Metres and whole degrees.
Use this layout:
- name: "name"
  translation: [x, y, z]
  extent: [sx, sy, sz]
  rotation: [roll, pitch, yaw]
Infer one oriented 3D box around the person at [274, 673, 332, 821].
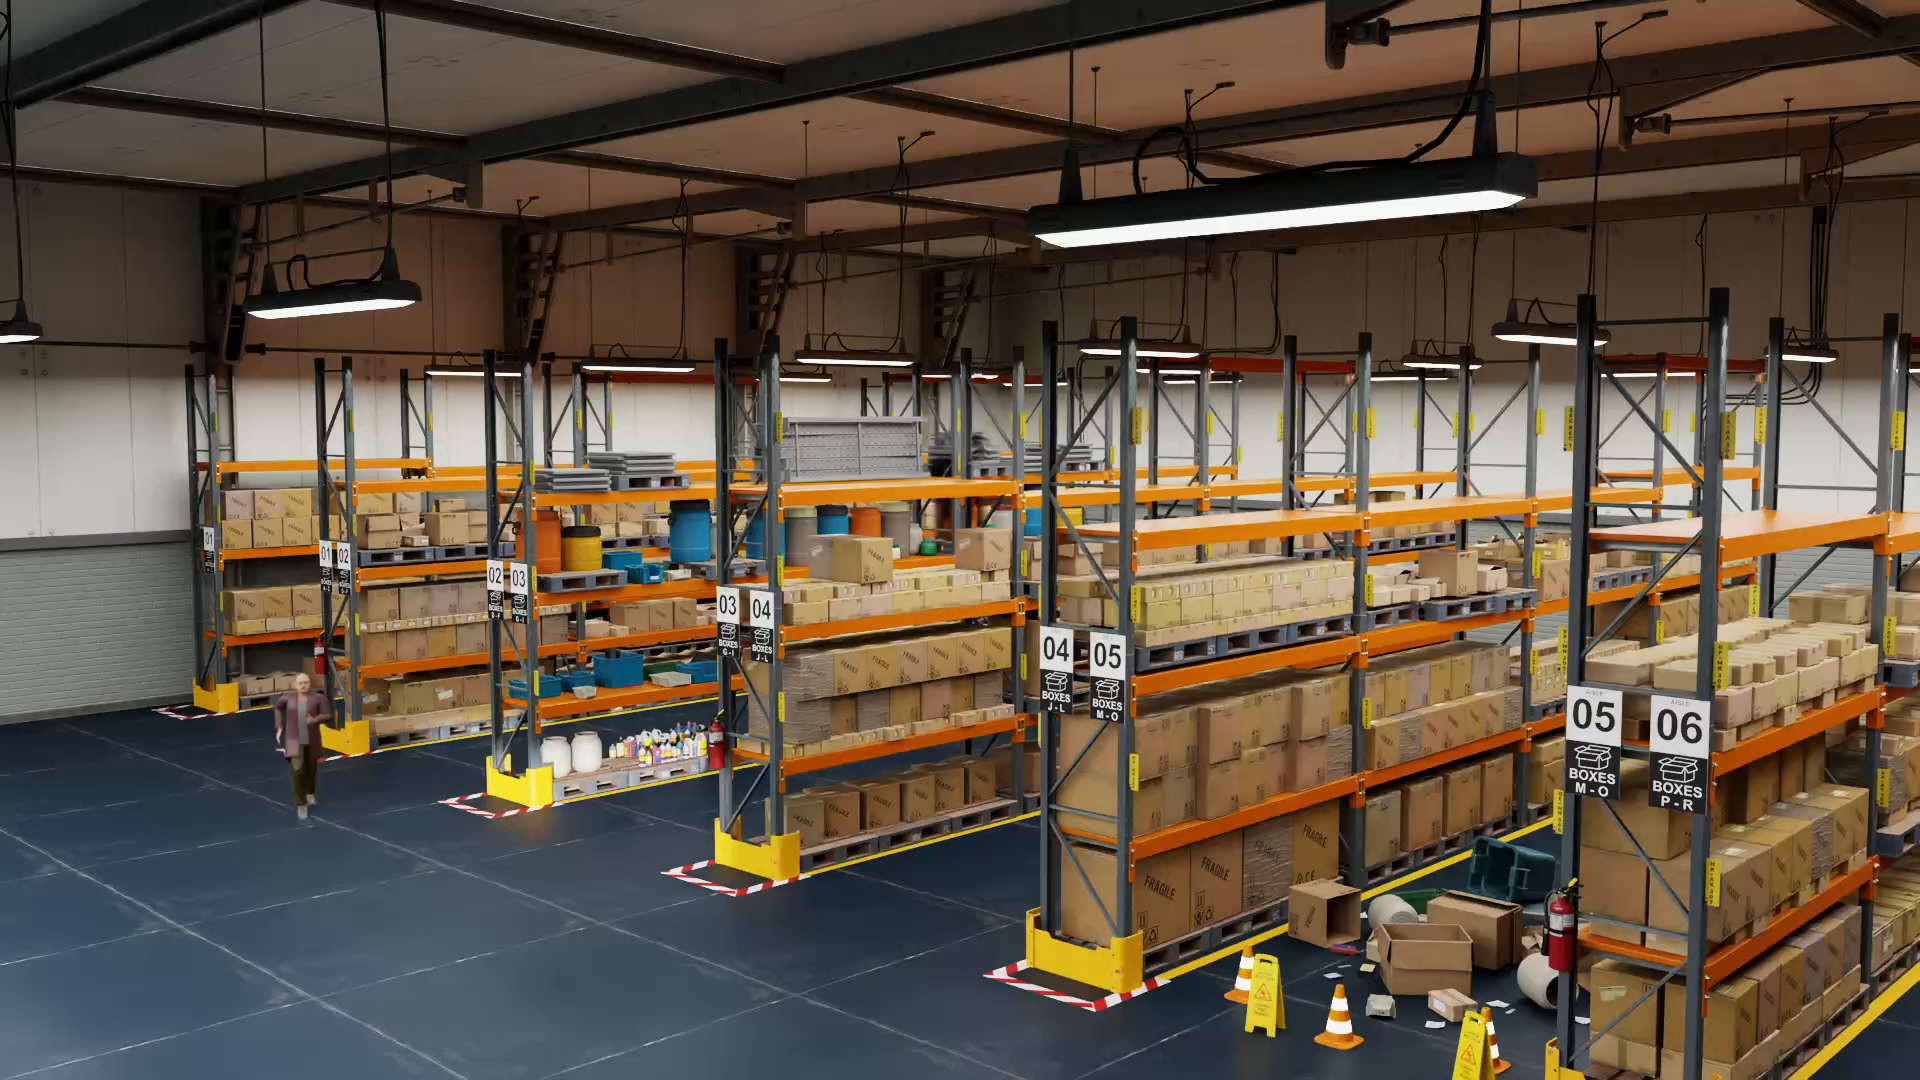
- name: "person"
  translation: [-8.452, 2.623, 21.439]
  extent: [0.672, 1.835, 0.955]
  rotation: [-2, 5, -25]
